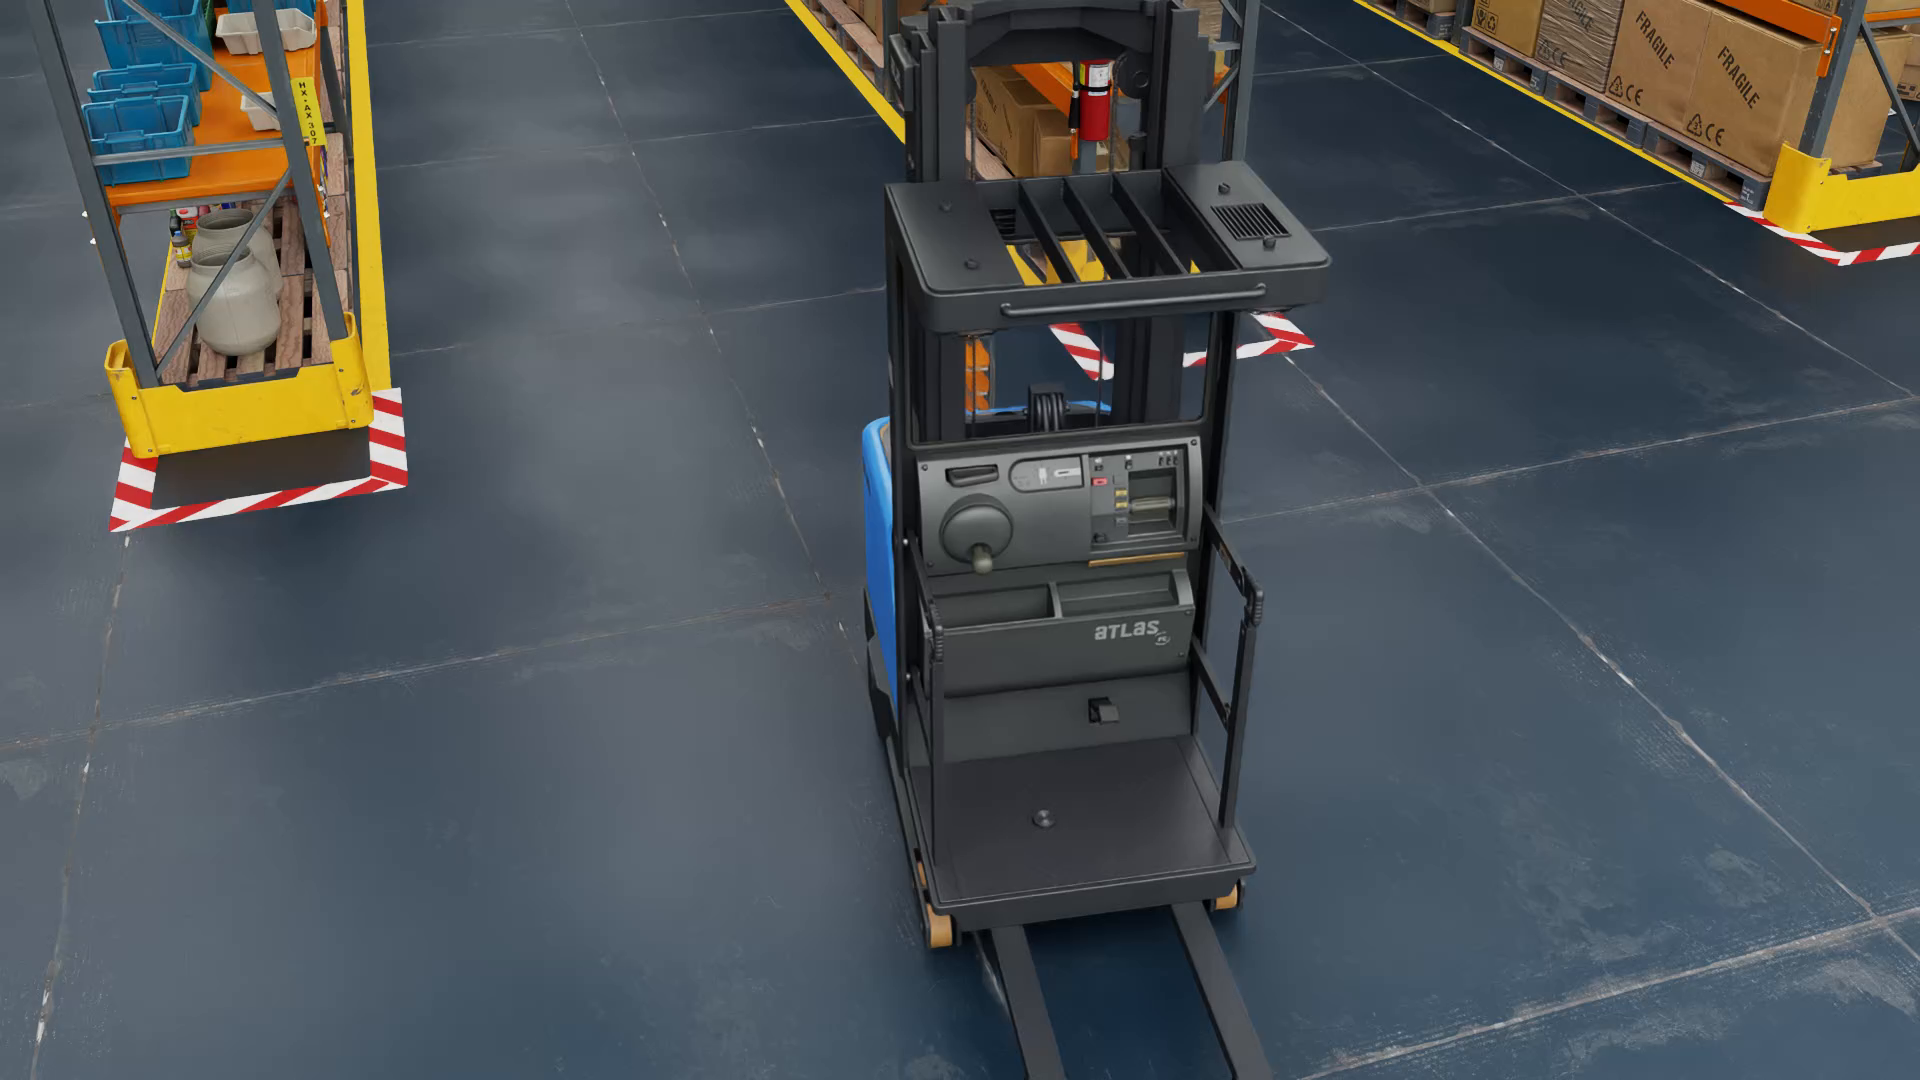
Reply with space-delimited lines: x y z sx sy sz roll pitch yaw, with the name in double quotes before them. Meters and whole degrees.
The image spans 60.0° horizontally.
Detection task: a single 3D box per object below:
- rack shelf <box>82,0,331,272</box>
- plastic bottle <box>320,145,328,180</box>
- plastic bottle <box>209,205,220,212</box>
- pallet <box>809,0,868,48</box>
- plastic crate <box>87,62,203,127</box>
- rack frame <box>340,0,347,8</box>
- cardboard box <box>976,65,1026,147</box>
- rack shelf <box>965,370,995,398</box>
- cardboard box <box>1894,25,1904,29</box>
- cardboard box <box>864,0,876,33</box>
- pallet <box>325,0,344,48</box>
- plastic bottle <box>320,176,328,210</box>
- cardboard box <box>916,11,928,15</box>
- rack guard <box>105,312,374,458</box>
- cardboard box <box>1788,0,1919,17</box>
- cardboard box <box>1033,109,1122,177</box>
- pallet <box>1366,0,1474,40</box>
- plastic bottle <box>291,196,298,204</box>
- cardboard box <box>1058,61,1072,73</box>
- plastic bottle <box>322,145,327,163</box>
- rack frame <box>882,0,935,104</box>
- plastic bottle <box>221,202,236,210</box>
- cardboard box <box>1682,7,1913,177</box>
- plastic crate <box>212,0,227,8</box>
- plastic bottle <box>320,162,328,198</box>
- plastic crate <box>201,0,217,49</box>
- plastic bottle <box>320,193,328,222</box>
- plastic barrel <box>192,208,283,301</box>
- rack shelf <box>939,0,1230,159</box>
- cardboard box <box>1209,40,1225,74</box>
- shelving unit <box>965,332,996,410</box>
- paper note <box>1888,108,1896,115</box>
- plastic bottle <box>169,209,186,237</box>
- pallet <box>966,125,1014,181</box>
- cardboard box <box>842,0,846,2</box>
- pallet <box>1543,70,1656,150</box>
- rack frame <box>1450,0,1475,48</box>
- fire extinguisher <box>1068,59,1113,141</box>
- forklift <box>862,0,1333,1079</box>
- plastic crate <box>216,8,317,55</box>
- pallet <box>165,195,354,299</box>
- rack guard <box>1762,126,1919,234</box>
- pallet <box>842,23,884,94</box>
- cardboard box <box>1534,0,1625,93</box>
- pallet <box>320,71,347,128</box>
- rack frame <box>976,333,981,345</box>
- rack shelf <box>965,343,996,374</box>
"rack shelf" -4.201 -2.559 9.554 1.077 0.370 4.000 -10 35 -15
"plastic bottle" -4.192 -2.490 10.863 0.061 0.283 0.133 -8 34 -12
"plastic bottle" -4.548 -1.956 10.128 0.097 0.201 0.097 0 33 0
"pallet" -0.709 -4.629 14.563 1.003 0.211 1.213 -10 35 -15
"plastic crate" -4.221 -2.301 8.646 0.499 0.251 0.408 -10 35 -15
"rack frame" -6.031 -6.009 14.123 1.000 3.000 0.127 -10 35 -15
"cardboard box" 0.436 -3.045 11.524 0.500 0.500 0.500 -13 36 -19
"rack shelf" 0.004 -0.656 7.300 0.258 0.103 0.180 -10 35 -15
"cardboard box" 7.324 -4.309 13.692 0.797 0.637 0.503 -10 35 -15
"cardboard box" -0.388 -4.462 13.650 0.700 0.500 0.500 -10 35 -15
"pallet" -5.832 -4.432 14.266 1.003 0.211 1.213 -10 35 -15
"plastic bottle" -4.044 -2.197 10.430 0.097 0.271 0.097 0 33 0
"cardboard box" -0.010 -3.657 12.450 0.500 0.500 0.500 -11 35 -16
"rack guard" -3.659 -0.798 8.504 1.175 0.500 0.348 -10 35 -15
"cardboard box" 5.724 -3.672 10.451 0.875 0.550 0.550 -10 35 -15
"cardboard box" 0.737 -2.413 10.567 0.500 0.500 0.500 -1 33 -2
"pallet" 4.353 -4.752 14.750 1.003 0.211 1.213 -10 35 -15
"plastic bottle" -4.238 -2.295 10.567 0.061 0.283 0.133 -10 35 -15
"cardboard box" 0.767 -2.783 9.469 0.380 0.149 0.250 -10 35 -15
"plastic bottle" -4.340 -2.698 11.115 0.144 0.351 0.185 -11 35 -16
"rack frame" -0.094 -4.742 12.205 1.000 3.000 0.127 -10 35 -15
"plastic bottle" -4.639 -2.178 10.397 0.152 0.276 0.135 -10 35 -15
"cardboard box" 5.611 -3.056 11.201 0.875 0.875 0.875 -10 35 -14
"plastic crate" -4.772 -3.587 10.513 0.767 0.338 0.504 -10 35 -15
"plastic bottle" -4.137 -2.310 10.597 0.152 0.276 0.135 -9 35 -14
"plastic crate" -4.666 -3.060 9.853 0.450 0.188 0.662 -10 35 -15
"plastic bottle" -3.982 -2.091 10.269 0.097 0.271 0.097 0 33 0
"plastic barrel" -4.017 -1.542 9.238 0.421 0.512 0.421 0 33 0
"rack shelf" 0.516 -3.392 10.814 1.077 0.370 4.000 -10 35 -15
"cardboard box" 1.266 -2.727 9.383 0.380 0.149 0.250 -10 35 -15
"shelving unit" 0.004 -0.493 7.408 0.258 1.200 0.189 -10 35 -15
"paper note" 7.032 -3.270 12.673 0.144 0.017 0.142 1 33 2
"plastic bottle" -4.621 -1.808 9.830 0.061 0.283 0.133 -9 35 -14
"pallet" 0.520 -2.590 11.478 1.003 0.211 1.213 -10 35 -15
"cardboard box" -0.730 -5.049 14.538 0.700 0.500 0.500 -7 34 -11
"pallet" 5.194 -3.305 12.561 1.003 0.211 1.213 -10 35 -15
"rack frame" 4.661 -5.523 13.387 1.000 3.000 0.127 -10 35 -15
"fire extinguisher" 0.722 -2.472 8.840 0.296 0.674 0.183 -10 35 -15
"forklift" 0.367 -0.057 5.177 1.130 2.935 3.031 -6 34 -8
"plastic crate" -4.074 -2.989 9.792 0.530 0.136 0.437 -10 35 -15
"pallet" -4.270 -1.744 10.198 1.003 0.211 1.213 -10 35 -15
"rack guard" 5.888 -2.367 10.879 1.175 0.500 0.348 -10 35 -15
"pallet" -0.333 -3.987 13.592 1.003 0.211 1.213 -10 35 -15
"cardboard box" 5.064 -3.997 12.624 0.875 0.875 0.875 -10 35 -14
"pallet" -5.087 -3.151 12.327 1.003 0.211 1.213 -10 35 -15
"rack frame" -0.023 -0.541 7.480 0.240 1.200 0.006 -10 35 -15
"rack shelf" 0.004 -0.756 7.234 0.258 0.103 0.180 -10 35 -15
